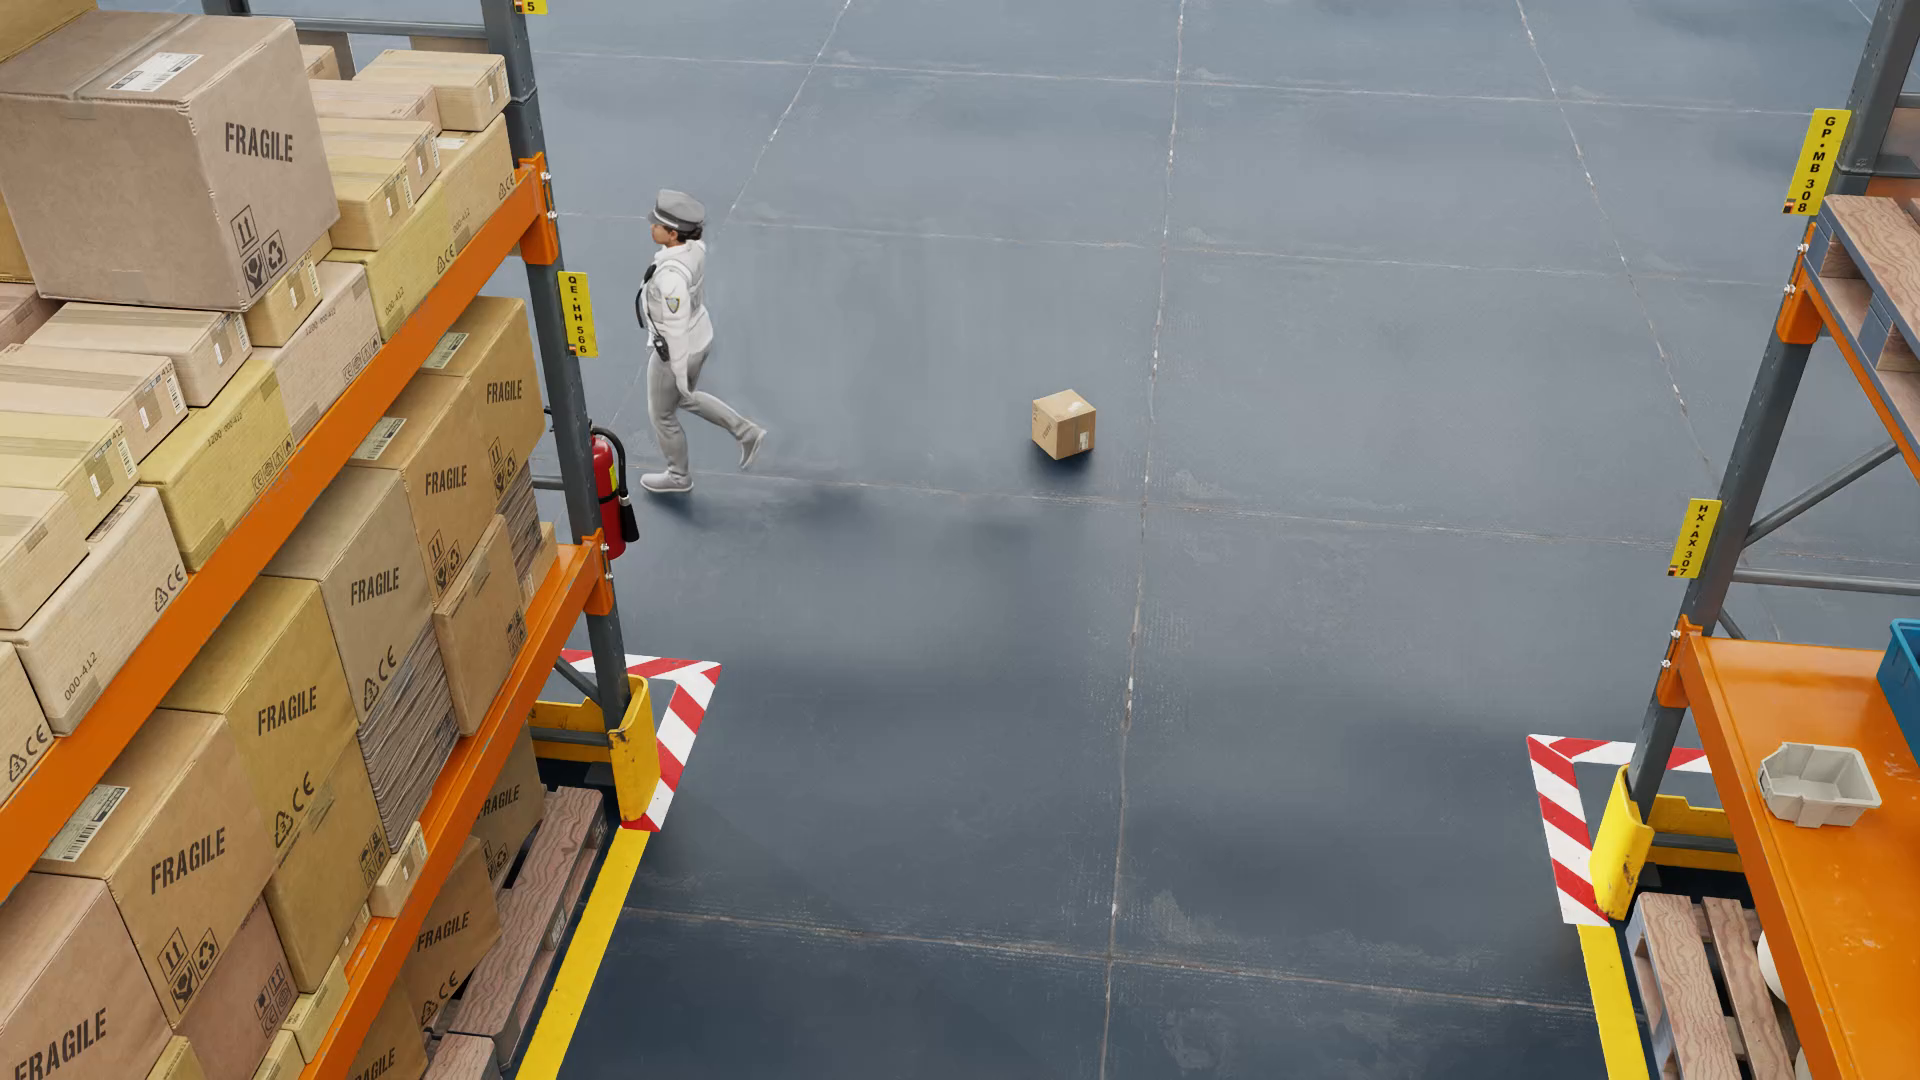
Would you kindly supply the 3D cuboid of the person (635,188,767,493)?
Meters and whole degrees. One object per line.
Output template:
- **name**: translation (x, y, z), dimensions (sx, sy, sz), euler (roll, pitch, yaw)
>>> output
- **person**: translation (-1.348, -0.959, 8.284), dimensions (0.662, 1.671, 0.481), euler (7, 37, 9)
